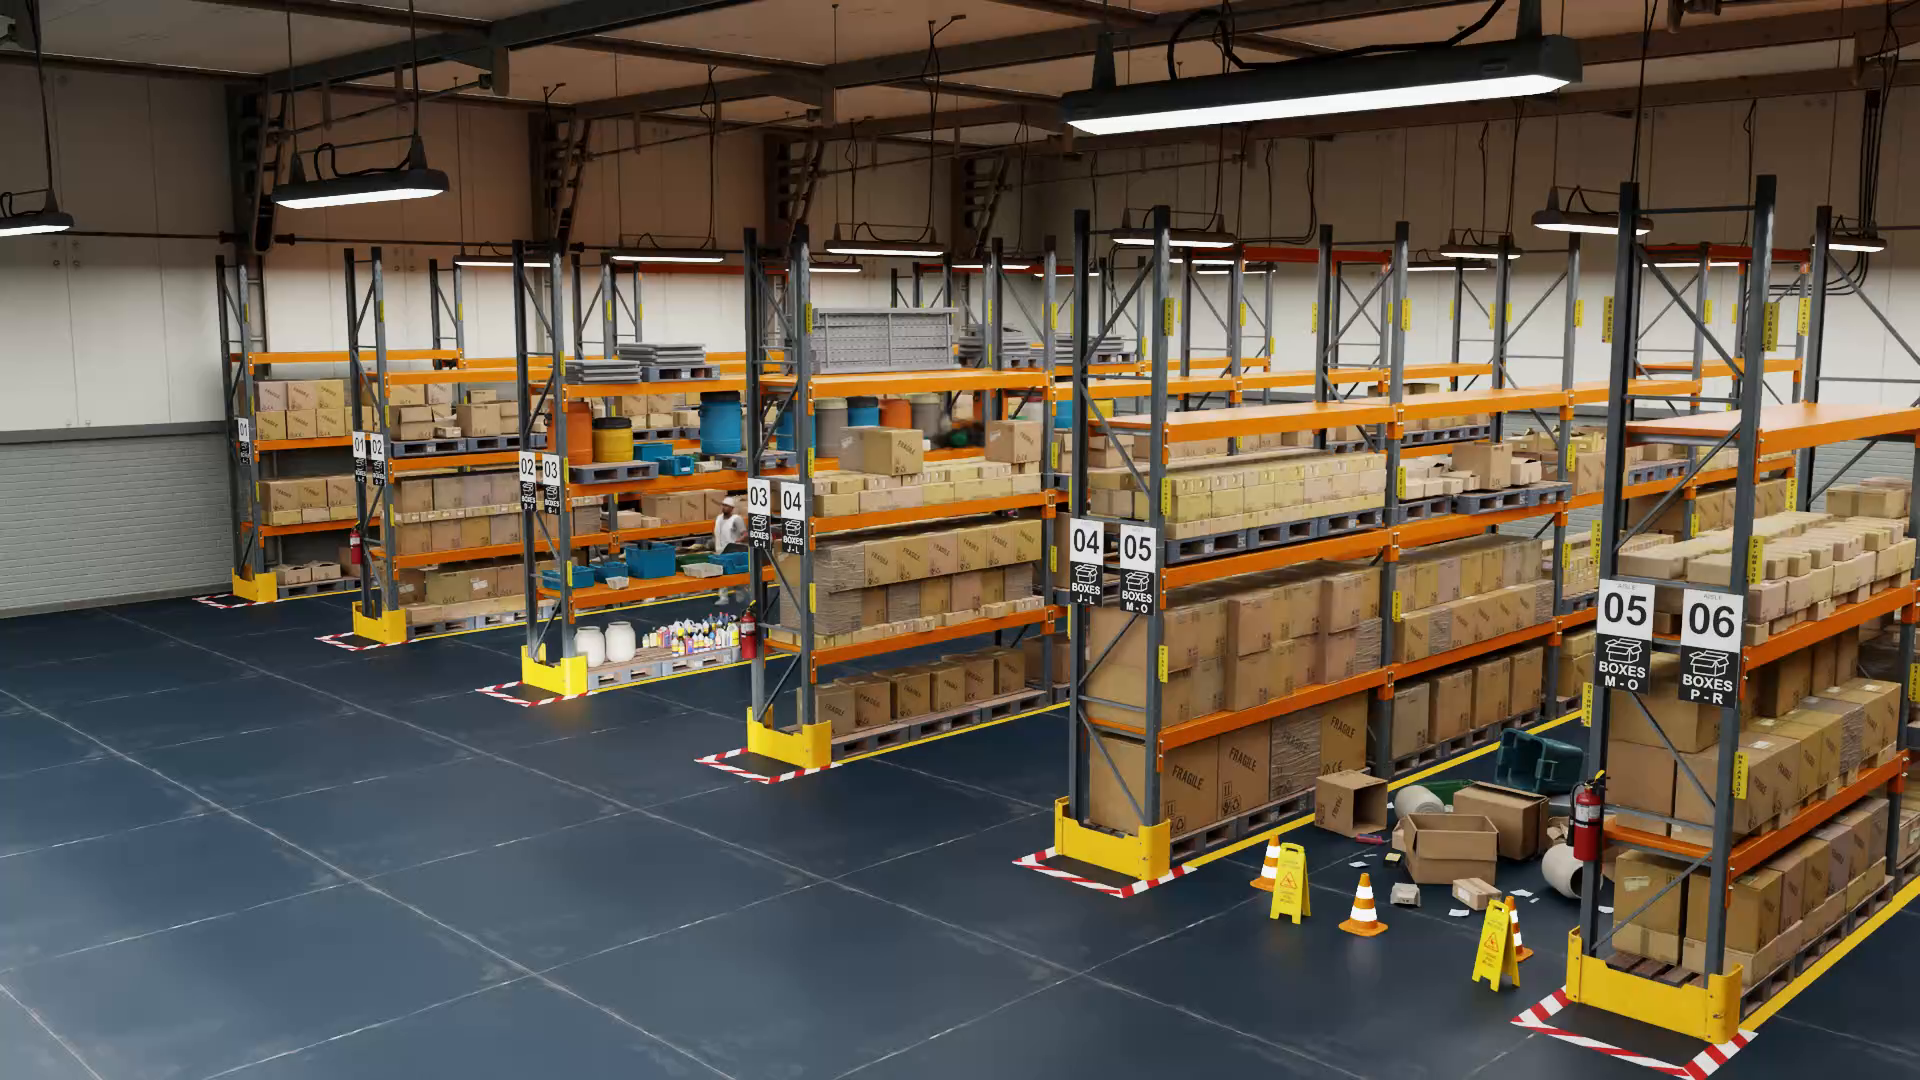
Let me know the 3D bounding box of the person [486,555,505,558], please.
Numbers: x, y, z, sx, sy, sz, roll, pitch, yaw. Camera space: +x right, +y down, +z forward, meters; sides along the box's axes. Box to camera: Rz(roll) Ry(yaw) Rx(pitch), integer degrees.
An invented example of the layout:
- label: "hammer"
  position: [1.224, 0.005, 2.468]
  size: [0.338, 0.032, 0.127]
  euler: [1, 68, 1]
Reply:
- label: "person"
  position: [-8.199, 0.155, 29.605]
  size: [0.582, 1.726, 0.775]
  euler: [5, 10, 33]

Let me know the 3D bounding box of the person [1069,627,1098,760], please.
- label: "person"
  position: [1.450, 1.751, 18.587]
  size: [0.510, 1.575, 0.644]
  euler: [6, 10, 37]

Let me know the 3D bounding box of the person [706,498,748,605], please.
- label: "person"
  position: [-3.798, 0.185, 27.046]
  size: [0.685, 1.748, 0.564]
  euler: [6, 10, 34]

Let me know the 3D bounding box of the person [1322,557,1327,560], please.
- label: "person"
  position: [5.046, 0.996, 23.387]
  size: [0.668, 1.735, 0.722]
  euler: [-8, 11, -43]
